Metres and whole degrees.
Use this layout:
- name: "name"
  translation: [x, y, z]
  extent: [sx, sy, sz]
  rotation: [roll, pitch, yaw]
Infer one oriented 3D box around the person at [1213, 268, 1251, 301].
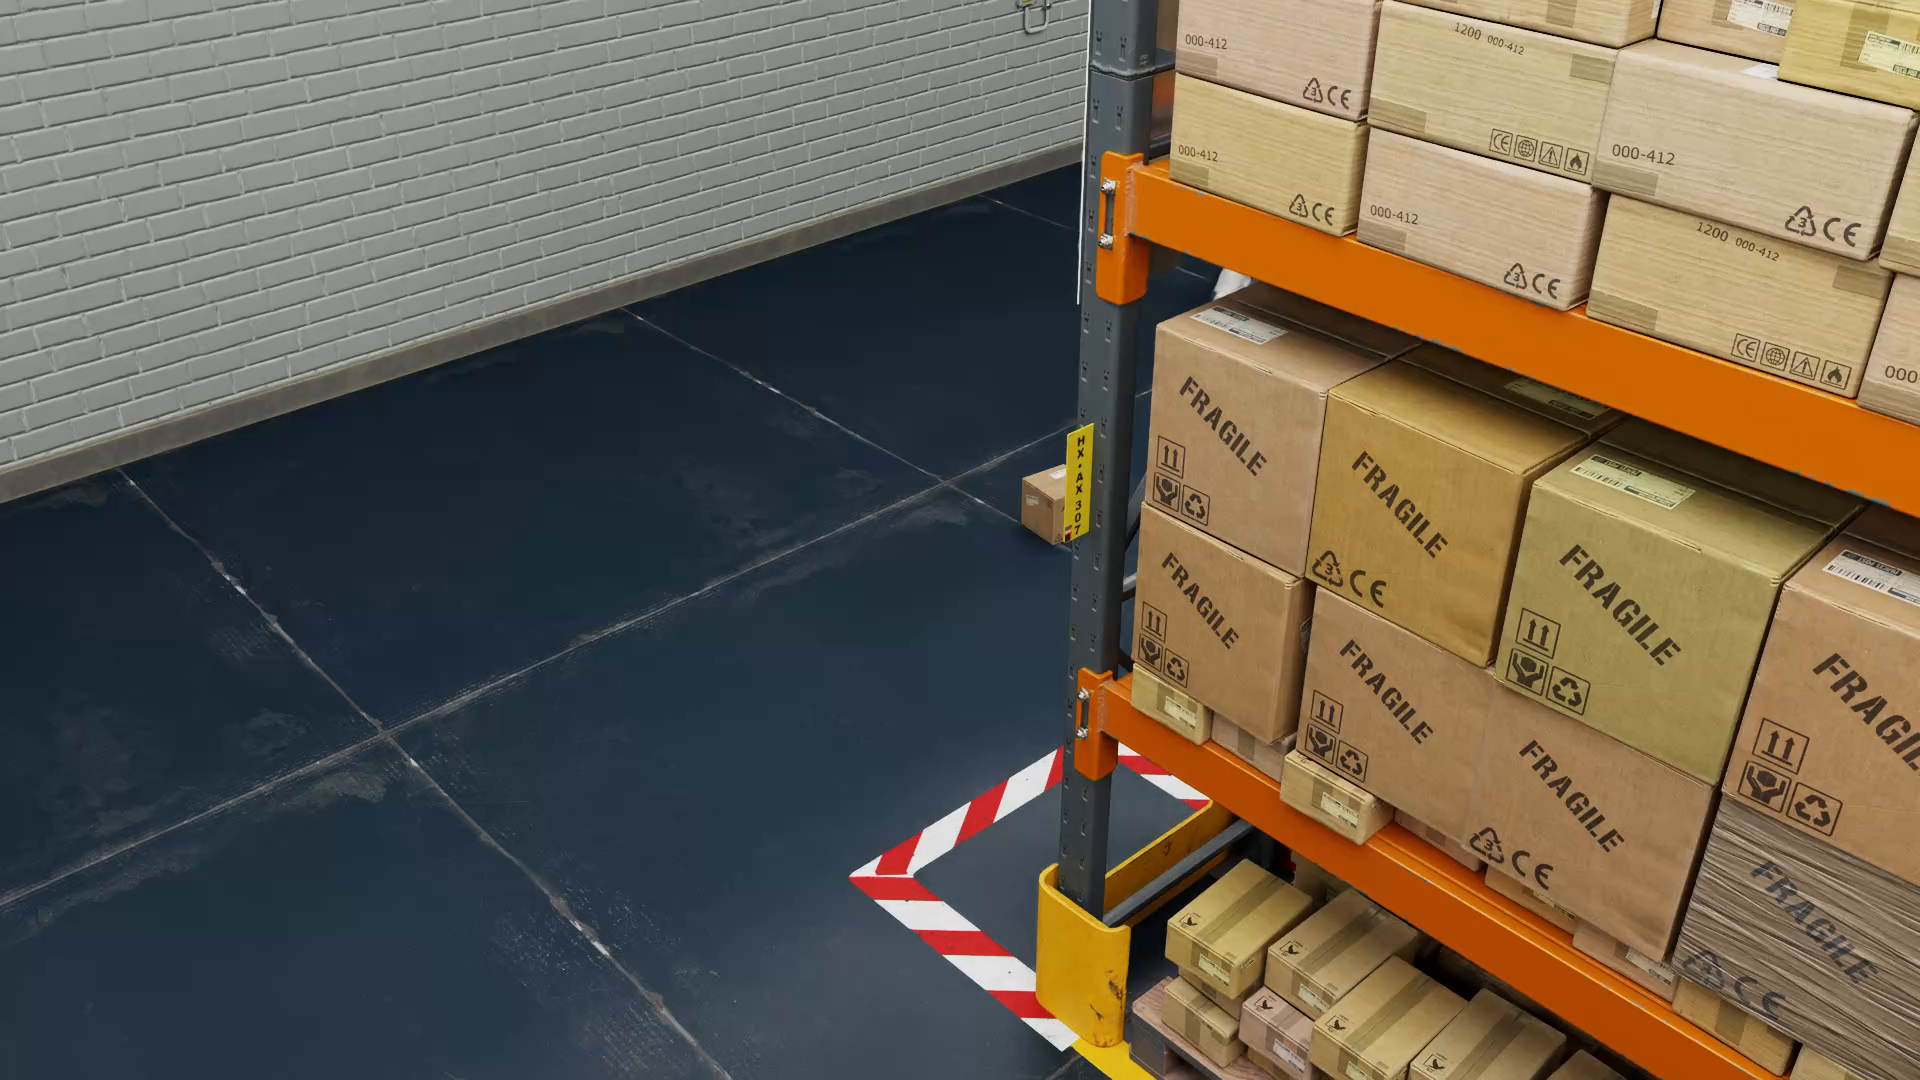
- name: "person"
  translation: [1.730, -2.217, 9.791]
  extent: [0.567, 1.736, 1.084]
  rotation: [17, 35, 26]
